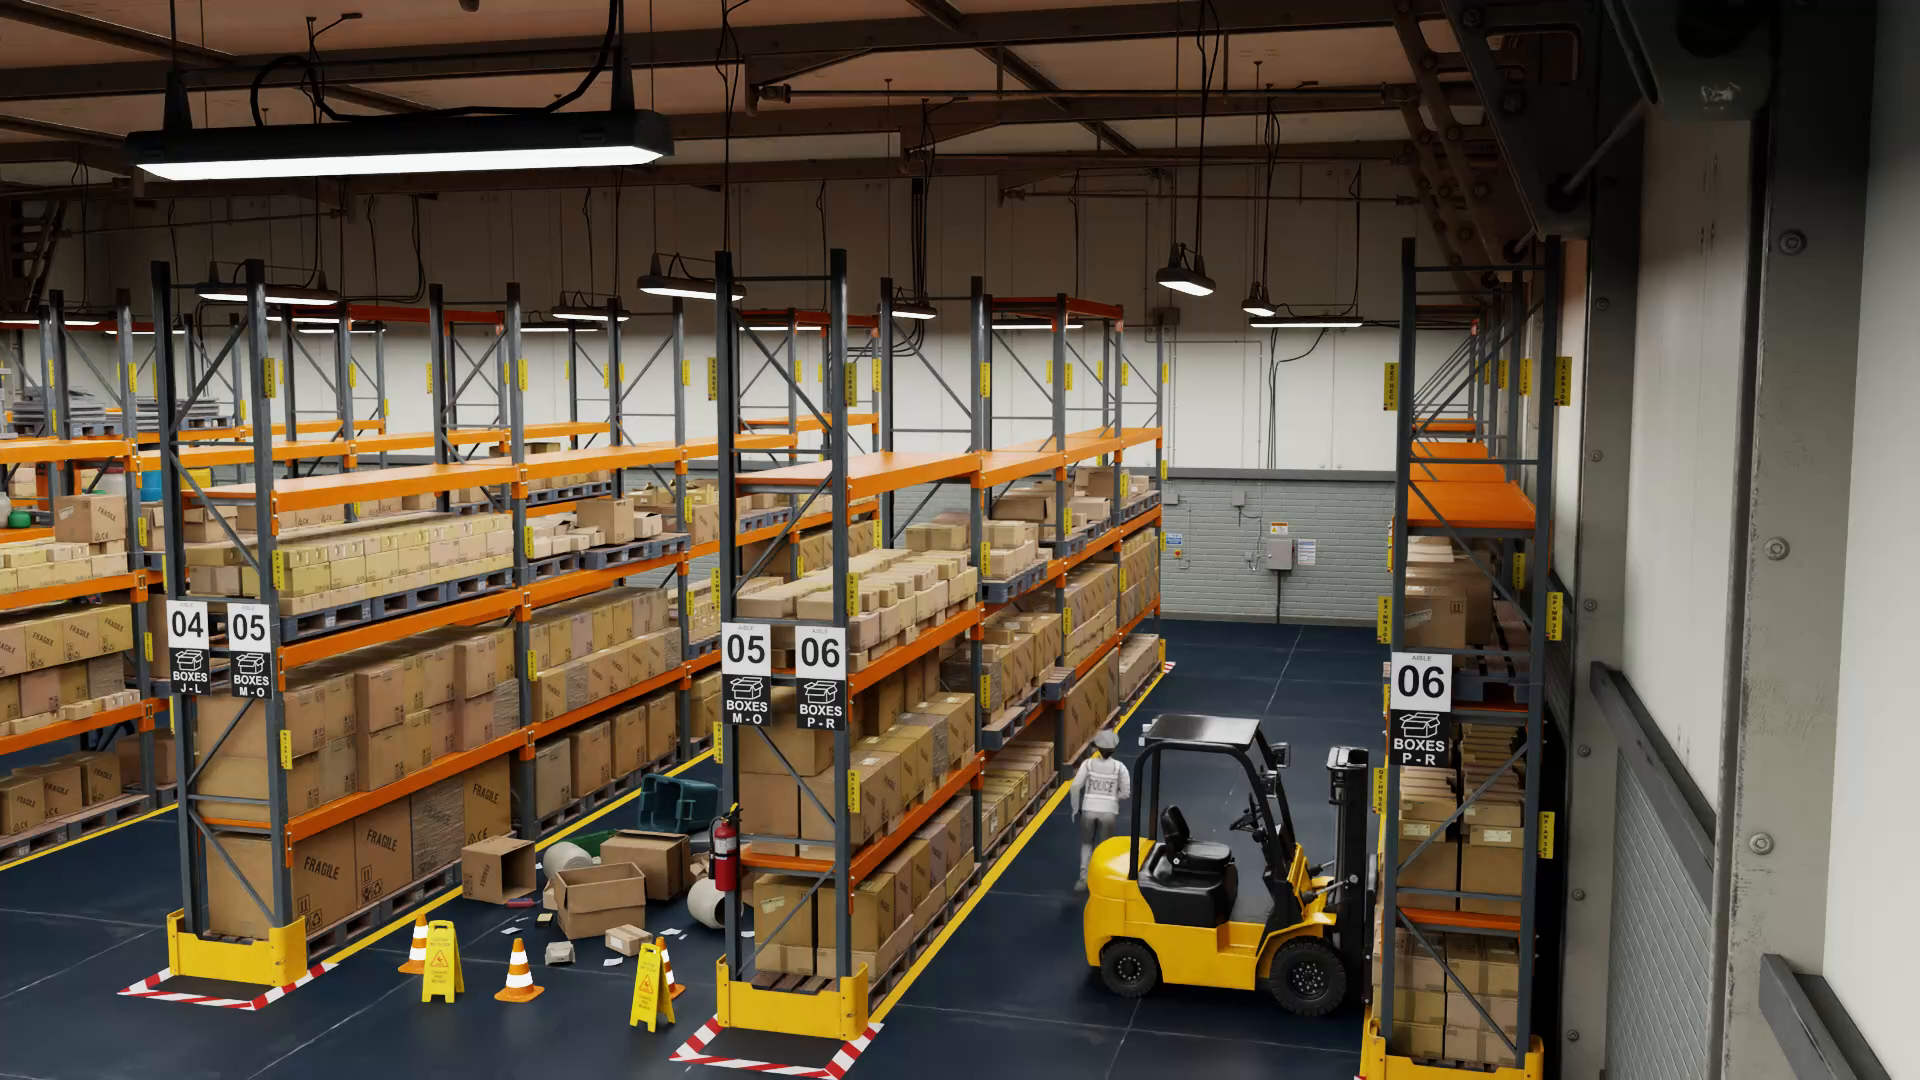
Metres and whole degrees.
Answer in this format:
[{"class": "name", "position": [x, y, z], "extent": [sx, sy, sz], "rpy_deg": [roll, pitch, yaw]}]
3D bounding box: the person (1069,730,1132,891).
[{"class": "person", "position": [1.379, 2.664, 16.257], "extent": [0.572, 1.596, 0.709], "rpy_deg": [2, 6, 18]}]

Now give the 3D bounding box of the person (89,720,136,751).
[{"class": "person", "position": [-11.178, 2.070, 21.808], "extent": [0.460, 1.548, 0.947], "rpy_deg": [0, 6, 3]}]
